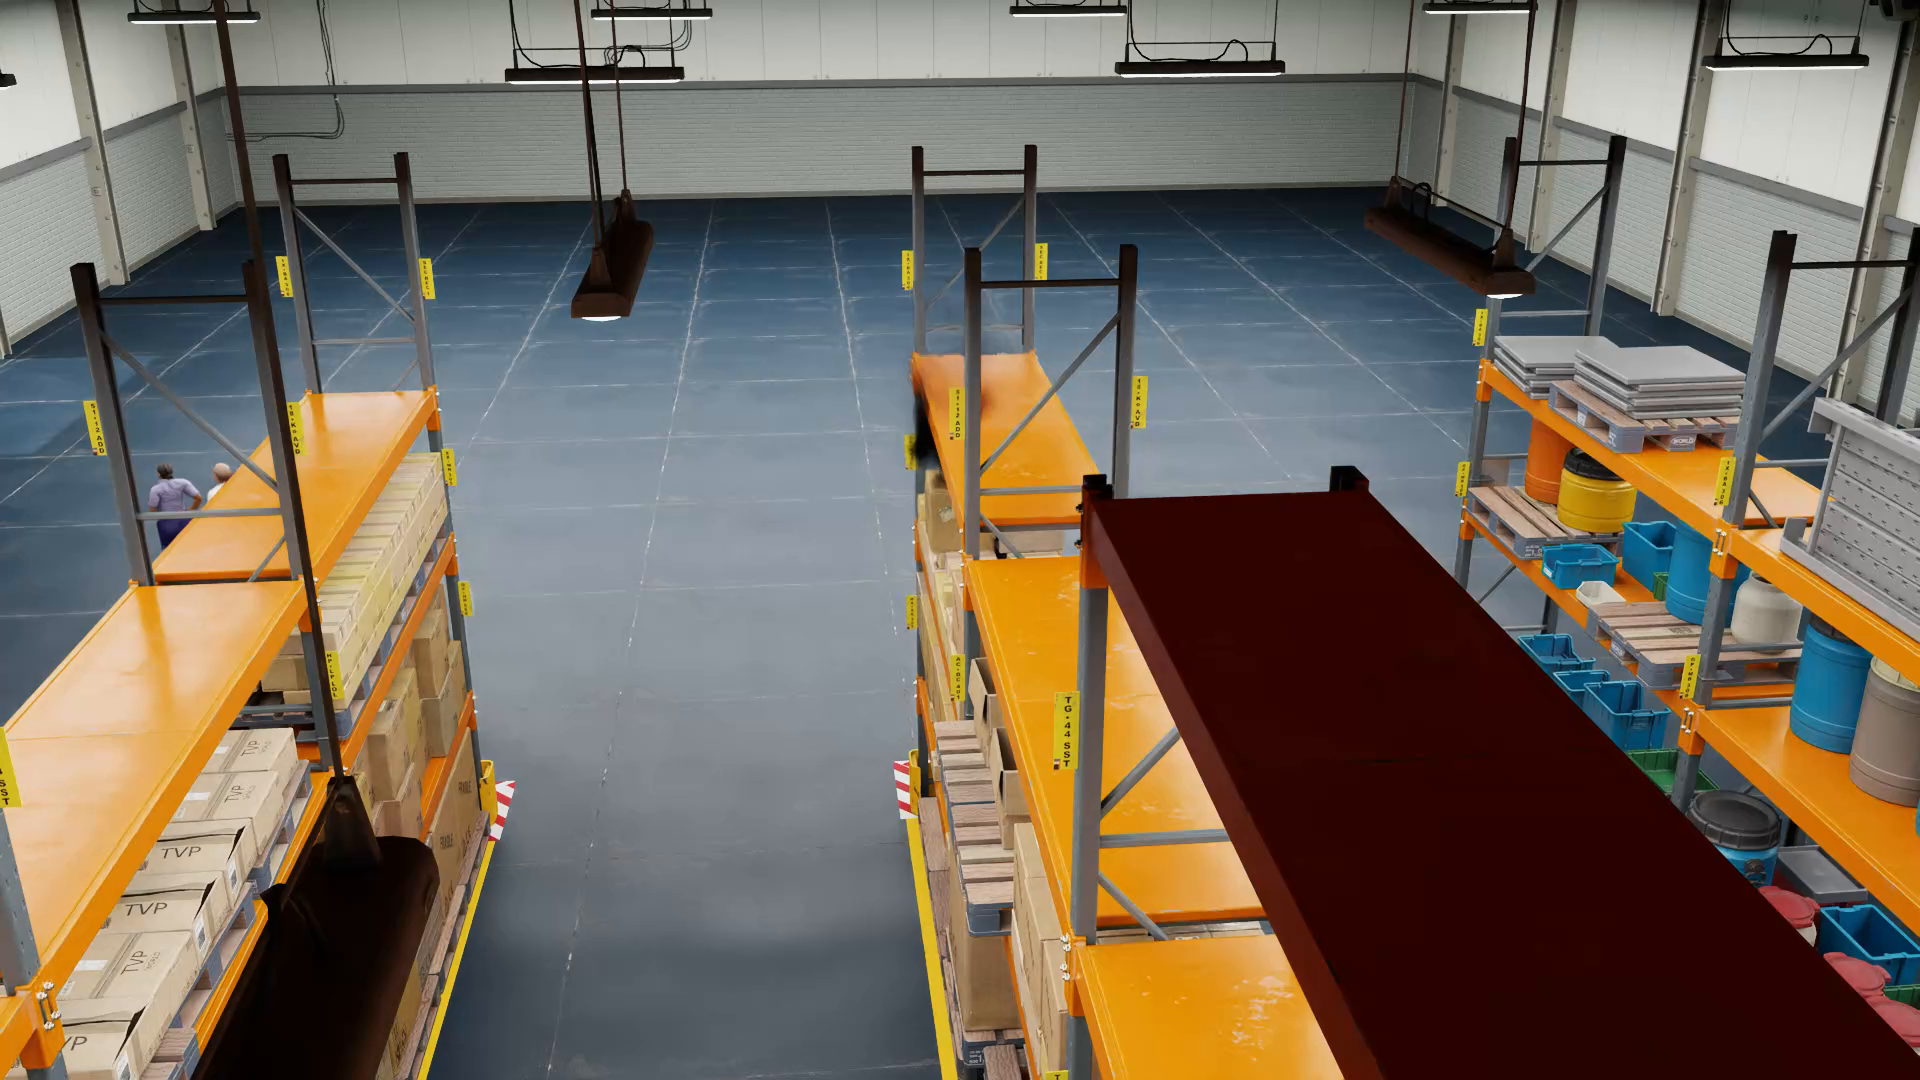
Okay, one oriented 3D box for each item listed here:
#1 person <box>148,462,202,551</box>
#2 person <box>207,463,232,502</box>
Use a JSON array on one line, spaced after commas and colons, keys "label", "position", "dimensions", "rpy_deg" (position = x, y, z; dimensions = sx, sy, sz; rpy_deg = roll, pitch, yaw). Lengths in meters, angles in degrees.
[{"label": "person", "position": [-9.343, -0.153, 19.844], "dimensions": [0.700, 1.639, 0.613], "rpy_deg": [17, 27, 37]}, {"label": "person", "position": [-8.440, -0.040, 19.293], "dimensions": [1.049, 1.770, 0.710], "rpy_deg": [16, 26, 34]}]
